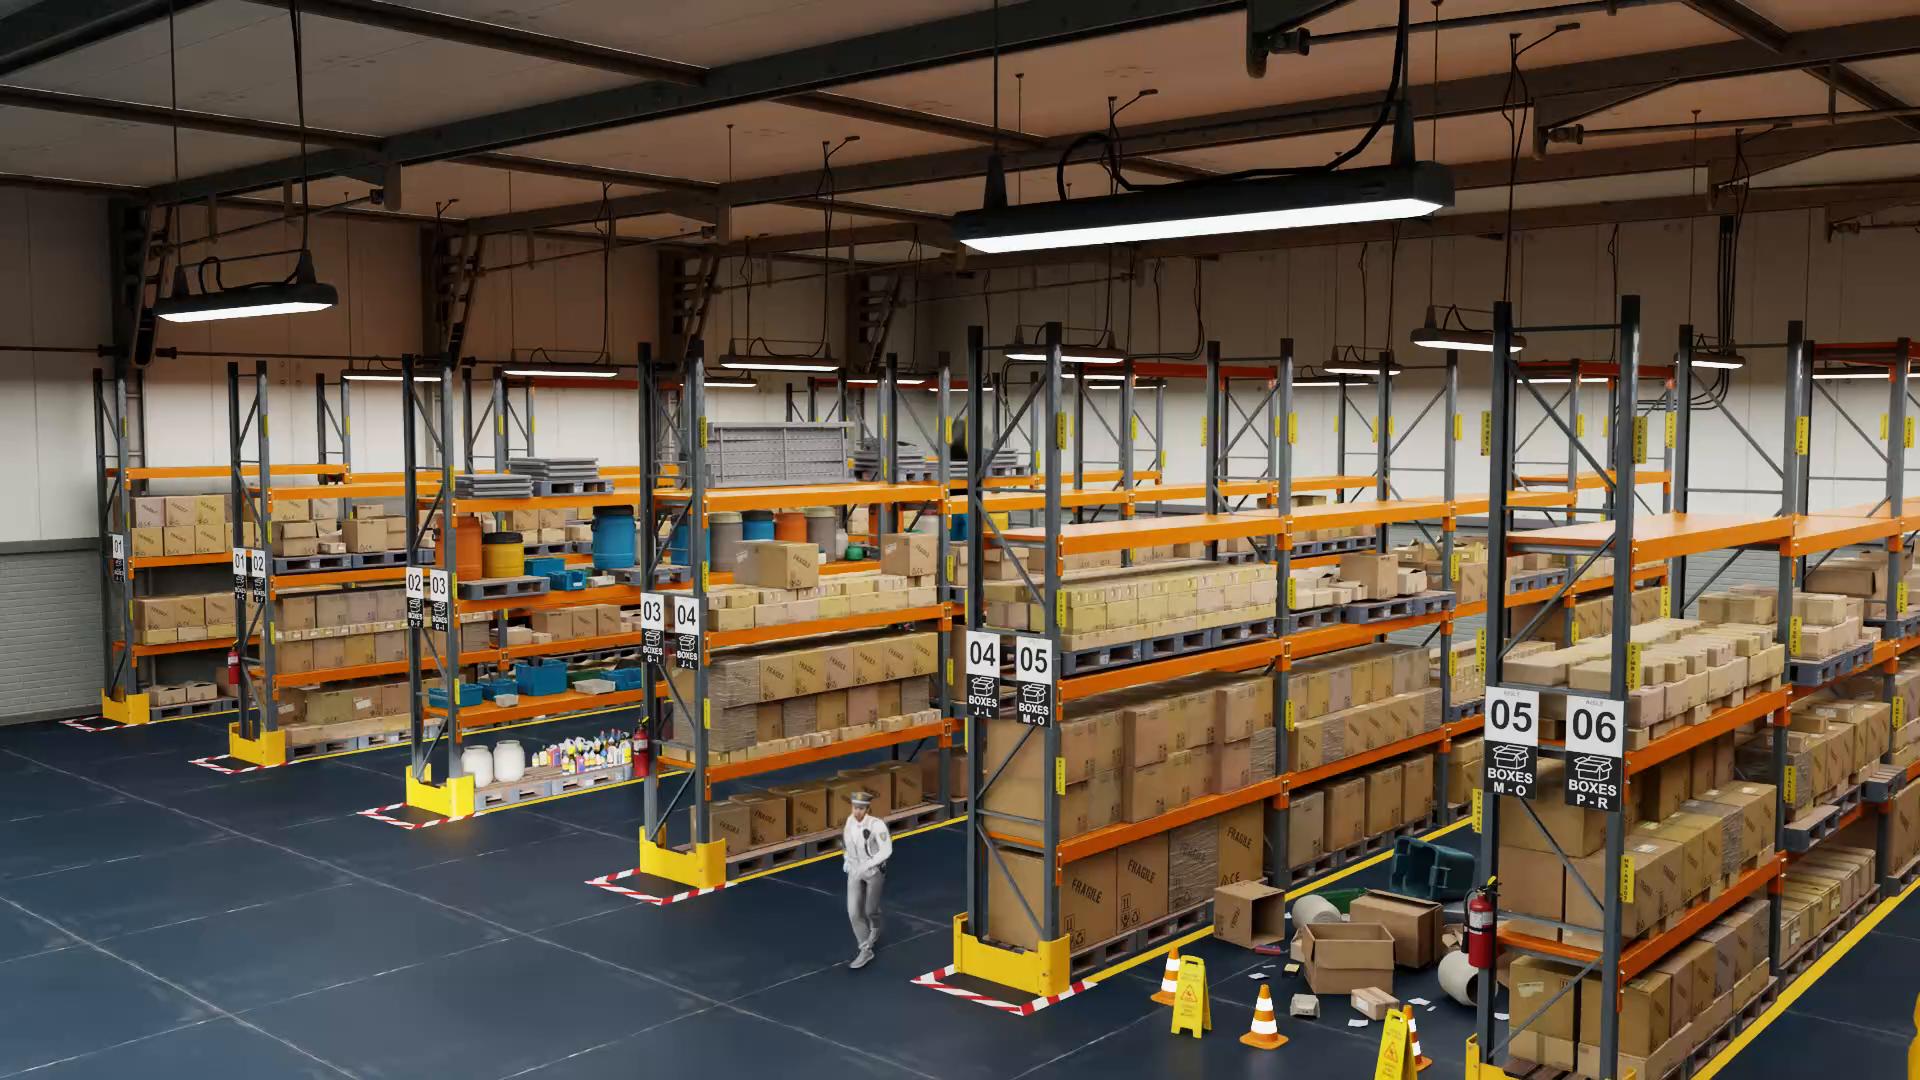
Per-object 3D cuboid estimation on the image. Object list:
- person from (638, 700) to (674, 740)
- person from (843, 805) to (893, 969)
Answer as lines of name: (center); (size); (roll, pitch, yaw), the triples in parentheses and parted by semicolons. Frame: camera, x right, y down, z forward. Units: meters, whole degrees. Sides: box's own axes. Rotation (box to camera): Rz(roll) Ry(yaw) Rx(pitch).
person: (-4.819, 2.488, 26.147); (0.640, 1.337, 0.448); (1, 4, 7)
person: (-0.853, 3.184, 15.873); (0.591, 1.629, 0.798); (2, 4, 20)
